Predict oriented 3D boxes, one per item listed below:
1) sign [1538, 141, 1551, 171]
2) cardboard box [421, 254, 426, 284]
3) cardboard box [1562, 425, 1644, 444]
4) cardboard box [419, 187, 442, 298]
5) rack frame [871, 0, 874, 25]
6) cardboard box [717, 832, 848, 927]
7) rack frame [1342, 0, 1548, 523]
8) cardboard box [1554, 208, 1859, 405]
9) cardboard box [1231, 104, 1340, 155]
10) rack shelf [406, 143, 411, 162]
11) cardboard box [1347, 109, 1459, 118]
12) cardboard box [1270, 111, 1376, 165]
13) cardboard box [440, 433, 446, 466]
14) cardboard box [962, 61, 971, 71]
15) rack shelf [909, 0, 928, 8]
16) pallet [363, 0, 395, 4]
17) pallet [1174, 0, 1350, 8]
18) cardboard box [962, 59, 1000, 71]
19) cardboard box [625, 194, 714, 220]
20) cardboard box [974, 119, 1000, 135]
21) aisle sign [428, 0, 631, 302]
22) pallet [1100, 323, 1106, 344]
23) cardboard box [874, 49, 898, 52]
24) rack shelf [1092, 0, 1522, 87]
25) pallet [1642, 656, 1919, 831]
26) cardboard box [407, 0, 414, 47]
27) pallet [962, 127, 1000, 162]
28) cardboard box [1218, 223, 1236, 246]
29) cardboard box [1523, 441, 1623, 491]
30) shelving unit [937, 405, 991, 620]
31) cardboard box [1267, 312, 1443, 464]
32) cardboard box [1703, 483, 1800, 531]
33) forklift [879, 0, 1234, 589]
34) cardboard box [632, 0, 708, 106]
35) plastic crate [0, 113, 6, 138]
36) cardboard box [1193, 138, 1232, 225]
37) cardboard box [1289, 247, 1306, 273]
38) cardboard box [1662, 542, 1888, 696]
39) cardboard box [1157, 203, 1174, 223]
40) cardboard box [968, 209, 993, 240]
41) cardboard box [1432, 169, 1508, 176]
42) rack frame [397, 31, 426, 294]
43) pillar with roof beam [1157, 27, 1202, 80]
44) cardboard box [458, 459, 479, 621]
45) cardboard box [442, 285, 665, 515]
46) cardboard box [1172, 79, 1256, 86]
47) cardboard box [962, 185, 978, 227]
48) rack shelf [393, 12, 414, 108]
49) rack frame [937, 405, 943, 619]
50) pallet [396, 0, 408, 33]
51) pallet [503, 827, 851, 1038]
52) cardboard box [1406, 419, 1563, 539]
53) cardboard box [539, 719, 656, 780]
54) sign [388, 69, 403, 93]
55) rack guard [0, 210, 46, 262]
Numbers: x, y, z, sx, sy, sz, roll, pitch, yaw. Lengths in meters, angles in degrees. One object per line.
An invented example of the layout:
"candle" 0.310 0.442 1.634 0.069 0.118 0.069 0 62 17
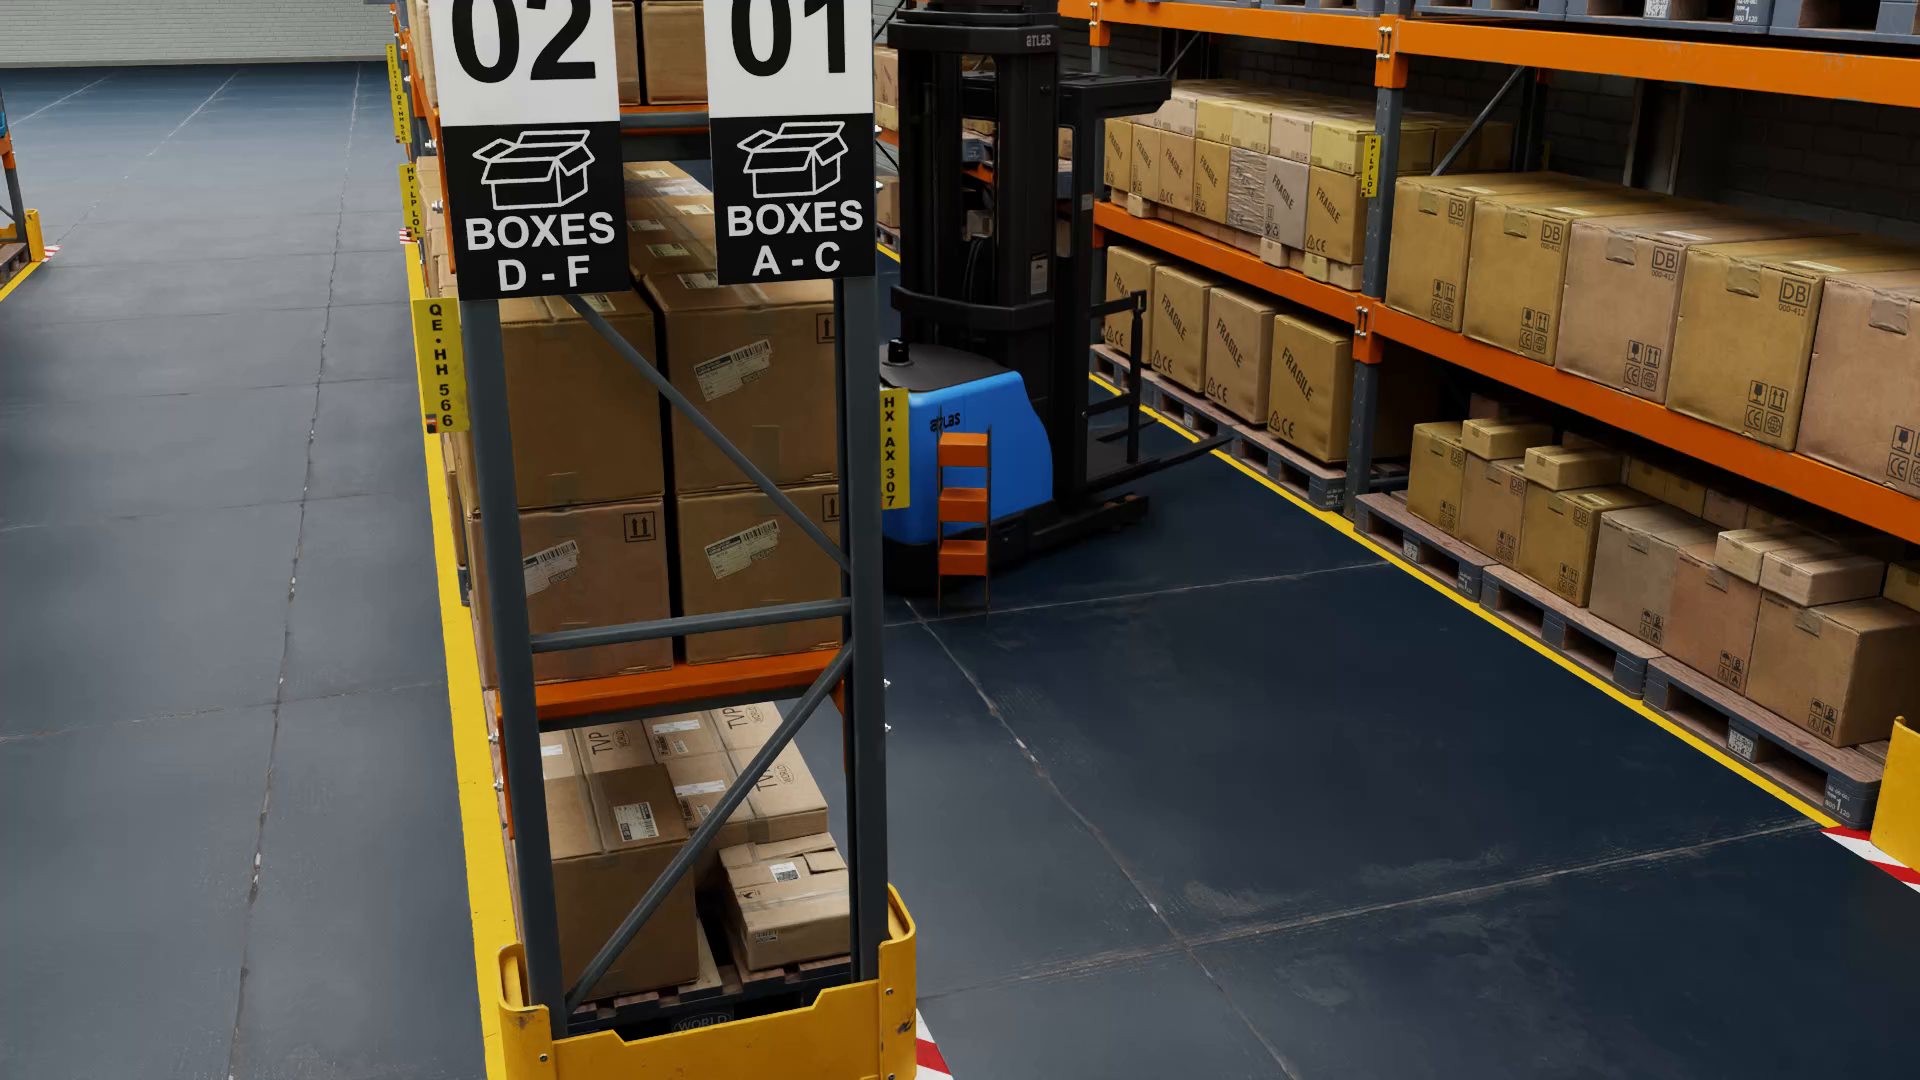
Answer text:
"sign" 3.274 -2.087 9.391 0.100 0.325 0.005 -6 21 -17
"cardboard box" -4.259 -2.304 14.009 0.500 0.311 0.500 -7 21 -19
"cardboard box" 3.279 -0.472 8.411 0.380 0.149 0.250 -7 21 -19
"cardboard box" -1.749 -1.061 6.306 0.500 0.500 0.500 -7 21 -19
"rack frame" -0.697 -2.595 3.329 1.000 3.000 0.127 -6 21 -17
"cardboard box" -0.581 1.104 5.446 0.380 0.166 0.250 -6 21 -17
"rack frame" 2.747 -1.583 9.385 1.000 3.000 0.127 -6 21 -17
"cardboard box" 3.365 -1.081 7.544 0.980 0.700 0.700 -7 21 -20
"cardboard box" 2.046 -2.583 10.445 0.500 0.250 0.500 -6 21 -16
"rack shelf" -5.097 -3.926 16.972 1.077 0.370 4.000 -6 21 -17
"cardboard box" 2.679 -2.474 10.141 0.500 0.250 0.500 -6 21 -17
"cardboard box" 2.206 -2.420 9.989 0.500 0.250 0.500 -6 21 -16
"cardboard box" -2.848 -0.697 9.967 0.500 0.500 0.500 -7 21 -19
"cardboard box" -0.209 -4.560 16.759 0.500 0.500 0.500 -6 21 -17
"rack shelf" -0.396 -5.865 17.934 1.077 0.370 4.000 -6 21 -17
"pallet" -3.510 -3.870 11.595 1.213 0.211 1.003 -5 20 -15
"pallet" 2.097 -3.629 10.926 1.003 0.211 1.213 -5 20 -15
"cardboard box" 0.283 -4.615 16.909 0.500 0.500 0.500 -7 21 -18
"cardboard box" -1.071 -0.950 5.998 0.500 0.500 0.500 -7 21 -18
"cardboard box" 0.529 -4.057 15.475 0.700 0.500 0.500 -4 20 -12
"aisle sign" -0.966 -0.940 3.752 0.394 0.787 0.004 -6 21 -17
"pallet" 1.246 -1.805 14.129 1.003 0.211 1.213 -6 21 -17
"cardboard box" -0.857 -5.214 18.578 0.500 0.500 0.500 -7 21 -19
"rack shelf" 2.119 -3.297 10.786 1.077 0.370 4.000 -6 21 -17
"pallet" 3.679 0.765 6.974 1.003 0.211 1.213 -6 21 -17
"cardboard box" -1.883 -2.053 6.479 0.500 0.250 0.500 -6 21 -17
"pallet" 0.335 -3.799 15.839 1.003 0.211 1.213 -6 21 -17
"cardboard box" 1.942 -2.051 11.031 0.380 0.149 0.250 -6 21 -15
"cardboard box" 2.984 -0.361 8.102 0.380 0.149 0.250 -7 21 -19
"shelving unit" 0.021 -0.131 8.229 0.252 1.050 0.215 1 20 4
"cardboard box" 2.420 -0.963 10.220 0.750 0.750 0.750 -6 21 -17
"cardboard box" 3.600 -0.145 7.500 0.380 0.149 0.250 -6 21 -16
"forklift" 0.455 -1.538 9.362 1.130 2.935 3.031 18 27 41
"cardboard box" -0.617 -1.304 4.395 0.500 0.250 0.500 -6 21 -17
"plastic crate" -9.988 -4.182 16.842 0.499 0.251 0.616 -6 21 -17
"cardboard box" 1.882 -2.385 11.001 0.500 0.500 0.500 -6 21 -16
"cardboard box" 2.232 -1.718 10.106 0.380 0.149 0.250 -6 21 -16
"cardboard box" 3.532 0.305 7.206 0.700 0.500 0.500 -6 21 -17
"cardboard box" 1.644 -2.383 11.957 0.380 0.149 0.250 -7 21 -18
"cardboard box" 0.480 -2.946 16.228 0.700 0.500 0.500 -6 21 -15
"cardboard box" 2.842 -1.953 9.800 0.500 0.500 0.500 -7 21 -19
"rack frame" -4.469 -3.622 15.064 1.000 3.000 0.127 -6 21 -17
"pillar with roof beam" -2.184 -5.741 12.089 9.100 9.000 0.400 -6 21 -17
"cardboard box" -1.262 -0.099 5.108 0.500 0.500 0.500 -6 21 -17
"cardboard box" -1.098 -0.403 4.473 0.500 0.500 0.500 -7 21 -18
"cardboard box" 1.879 -3.298 12.433 0.500 0.250 0.500 -6 21 -16
"cardboard box" -0.131 -3.509 17.796 0.500 0.500 0.500 -8 21 -21
"rack shelf" -2.583 -2.770 9.318 1.077 0.370 4.000 -6 21 -17
"rack frame" -0.100 -0.134 8.238 0.008 1.050 0.200 1 20 4
"pallet" -2.093 -2.595 8.045 1.213 0.211 1.003 -6 21 -17
"pallet" -0.972 1.261 5.594 1.003 0.211 1.213 -6 21 -17
"cardboard box" 2.885 -0.353 9.038 0.700 0.500 0.500 -6 21 -17
"cardboard box" -1.372 0.859 6.004 0.500 0.250 0.500 -6 21 -17
"sign" -4.995 -4.007 14.739 0.100 0.325 0.005 -6 21 -17
"rack guard" -10.361 -3.185 17.544 1.175 0.500 0.348 -6 21 -17
